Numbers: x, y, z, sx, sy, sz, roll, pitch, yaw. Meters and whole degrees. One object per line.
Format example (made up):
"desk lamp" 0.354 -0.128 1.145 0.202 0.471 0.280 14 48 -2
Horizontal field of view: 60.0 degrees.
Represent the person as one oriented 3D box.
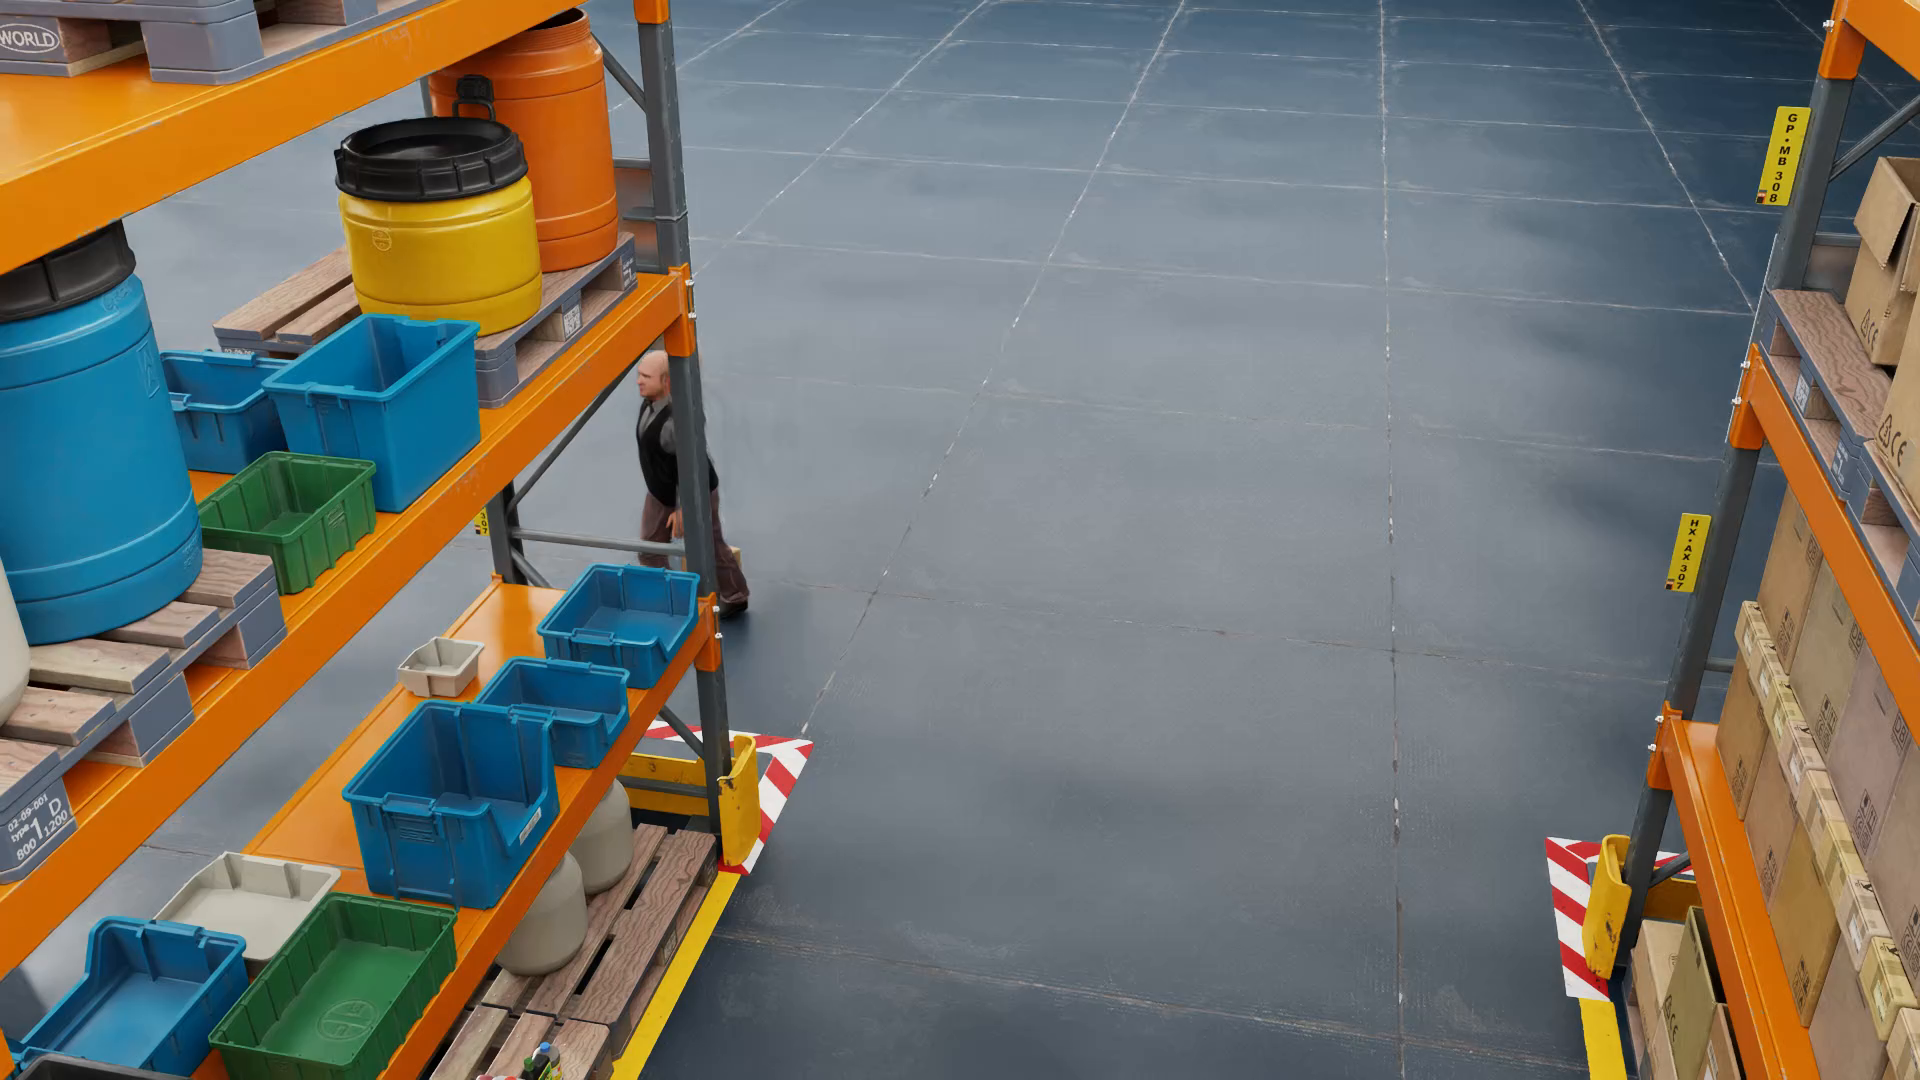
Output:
"person" -1.539 -0.237 9.095 0.779 1.724 0.565 -19 34 -31
